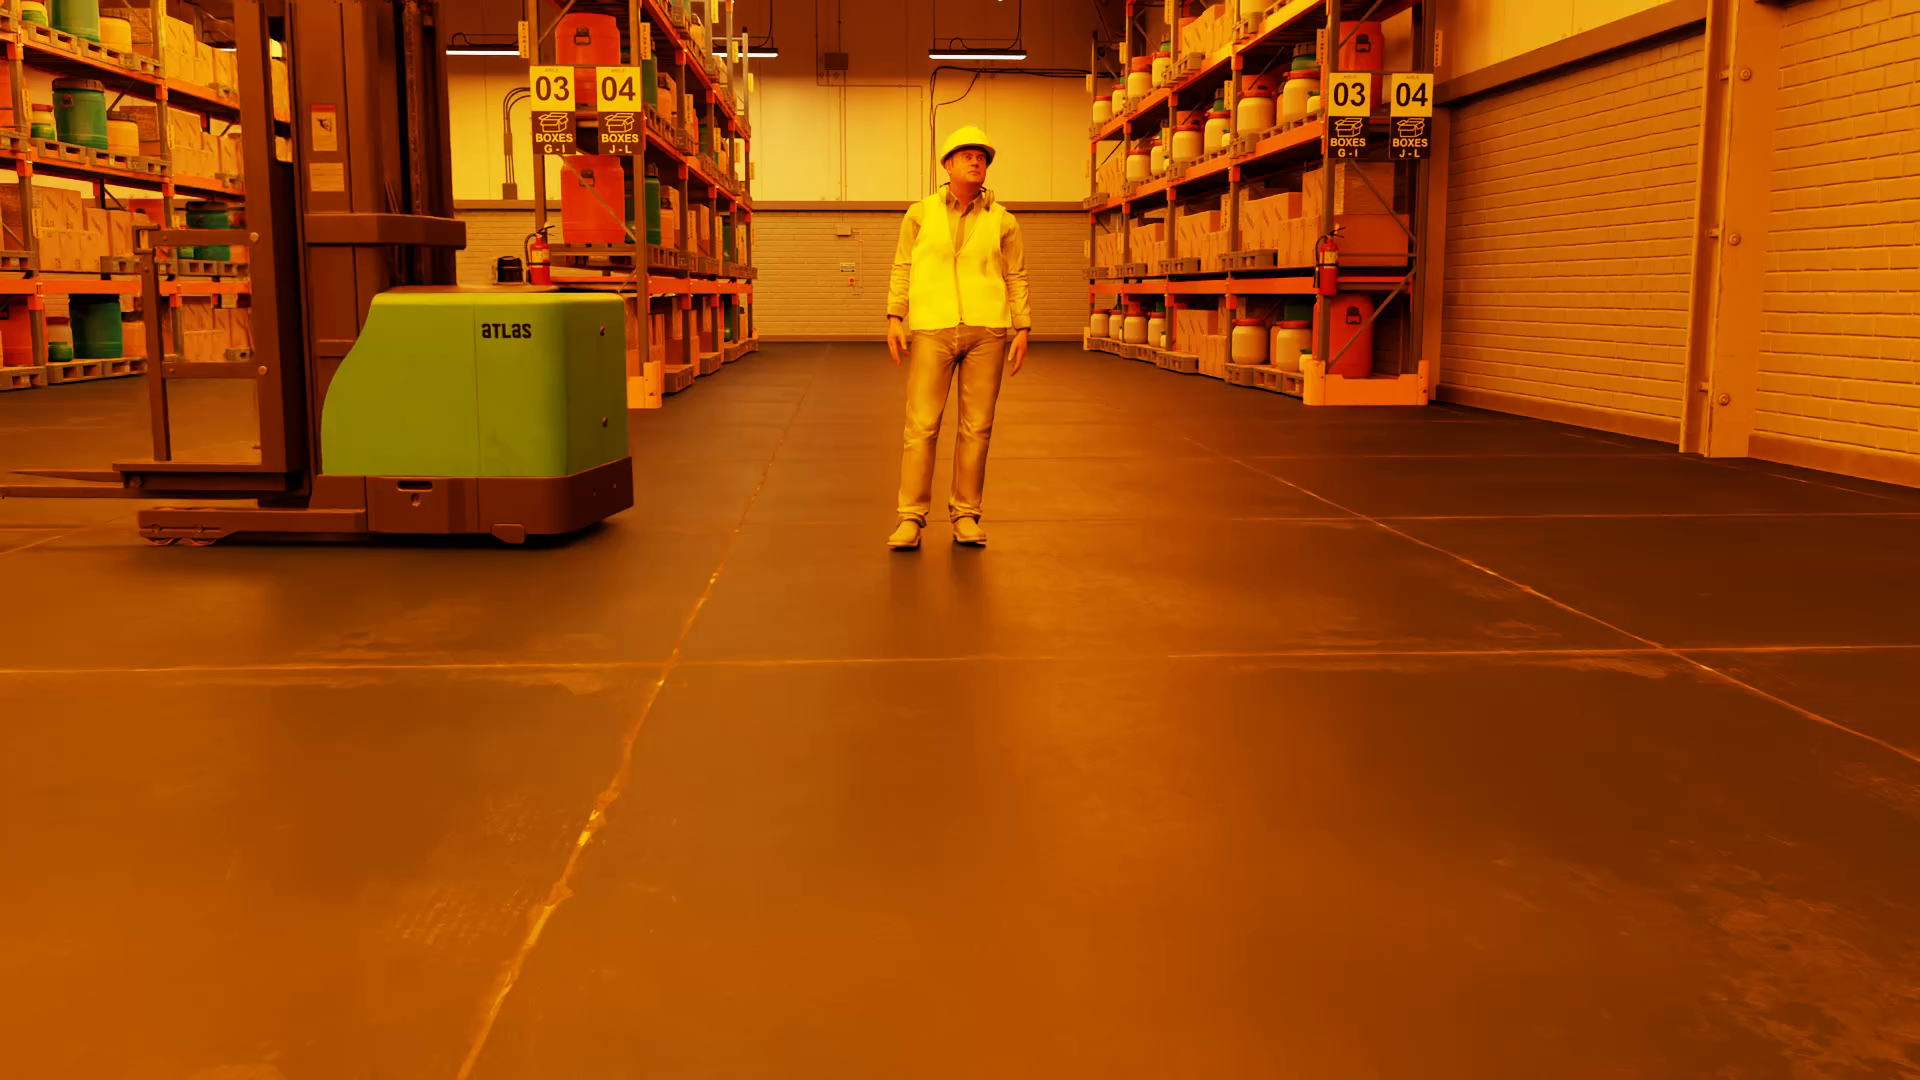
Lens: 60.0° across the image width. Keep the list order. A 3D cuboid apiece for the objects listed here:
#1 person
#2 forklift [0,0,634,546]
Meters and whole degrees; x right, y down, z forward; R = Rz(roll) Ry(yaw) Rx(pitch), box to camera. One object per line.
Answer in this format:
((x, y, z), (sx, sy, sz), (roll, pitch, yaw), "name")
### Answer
((-0.004, -0.876, 7.117), (0.632, 1.773, 0.568), (-1, 8, -4), "person")
((-3.102, -1.498, 7.420), (3.031, 2.935, 1.130), (1, 8, 5), "forklift")
